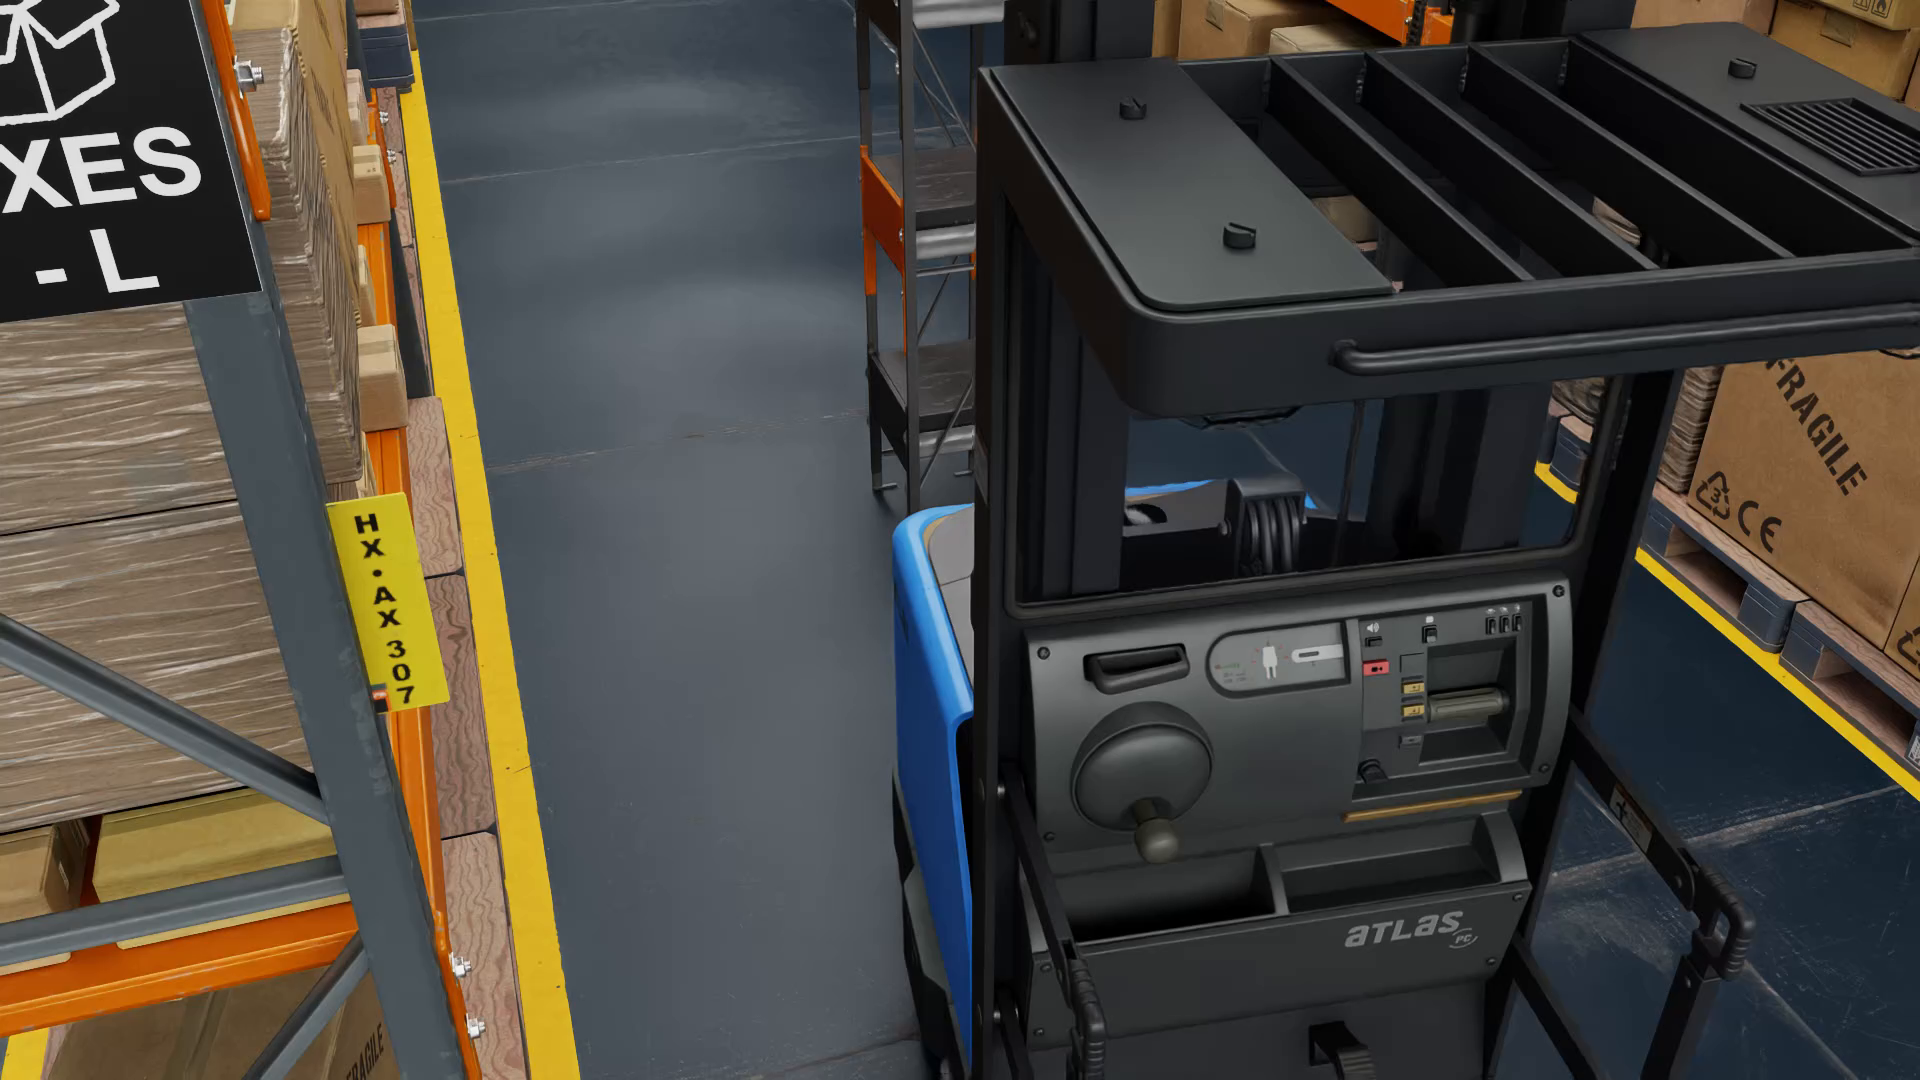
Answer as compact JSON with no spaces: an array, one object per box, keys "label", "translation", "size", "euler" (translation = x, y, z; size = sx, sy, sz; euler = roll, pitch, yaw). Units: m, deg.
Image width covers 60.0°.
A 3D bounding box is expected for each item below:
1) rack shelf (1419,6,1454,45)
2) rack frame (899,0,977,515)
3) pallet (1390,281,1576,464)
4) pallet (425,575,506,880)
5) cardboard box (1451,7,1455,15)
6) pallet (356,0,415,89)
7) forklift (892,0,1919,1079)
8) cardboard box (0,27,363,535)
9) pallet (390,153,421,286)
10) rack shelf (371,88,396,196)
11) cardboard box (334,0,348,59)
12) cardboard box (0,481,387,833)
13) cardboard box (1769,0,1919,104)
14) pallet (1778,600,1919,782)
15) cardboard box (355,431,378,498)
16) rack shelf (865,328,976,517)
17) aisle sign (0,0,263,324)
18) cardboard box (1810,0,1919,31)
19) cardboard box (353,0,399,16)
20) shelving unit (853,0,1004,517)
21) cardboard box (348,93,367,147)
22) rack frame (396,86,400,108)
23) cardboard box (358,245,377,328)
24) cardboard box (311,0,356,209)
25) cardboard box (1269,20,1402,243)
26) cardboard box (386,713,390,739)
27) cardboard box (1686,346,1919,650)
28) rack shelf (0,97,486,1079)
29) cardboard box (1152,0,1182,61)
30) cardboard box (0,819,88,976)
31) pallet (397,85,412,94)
[{"label":"rack shelf","translation":[2.901,-0.993,5.184],"size":[1.077,0.370,4.000],"euler":[-10,35,-15]},{"label":"rack frame","translation":[0.024,-0.835,5.109],"size":[0.400,2.100,0.015],"euler":[-10,35,-15]},{"label":"pallet","translation":[2.448,-0.767,6.719],"size":[1.003,0.211,1.213],"euler":[-10,35,-15]},{"label":"pallet","translation":[-1.849,0.590,4.666],"size":[1.003,0.211,1.213],"euler":[-10,35,-15]},{"label":"cardboard box","translation":[2.415,-2.214,6.243],"size":[0.875,0.550,0.550],"euler":[-10,35,-15]},{"label":"pallet","translation":[-2.558,-1.907,6.090],"size":[1.003,0.211,1.213],"euler":[-10,35,-15]},{"label":"forklift","translation":[0.612,0.348,2.565],"size":[1.130,2.935,3.031],"euler":[-6,34,-9]},{"label":"cardboard box","translation":[-1.152,-0.379,2.336],"size":[0.500,0.500,0.500],"euler":[-10,35,-15]},{"label":"pallet","translation":[-3.078,-1.449,7.751],"size":[1.003,0.211,1.213],"euler":[-10,35,-15]},{"label":"rack shelf","translation":[-3.074,-2.312,7.180],"size":[1.077,0.370,4.000],"euler":[-10,35,-15]},{"label":"cardboard box","translation":[-1.759,-1.430,3.925],"size":[0.500,0.500,0.500],"euler":[-10,35,-15]},{"label":"cardboard box","translation":[-1.385,0.079,2.549],"size":[0.875,0.500,0.500],"euler":[-10,35,-15]},{"label":"cardboard box","translation":[2.914,-1.364,4.957],"size":[0.875,0.550,0.500],"euler":[-10,35,-15]},{"label":"pallet","translation":[3.192,0.514,4.781],"size":[1.003,0.211,1.213],"euler":[-10,35,-15]},{"label":"cardboard box","translation":[-1.389,-0.075,3.371],"size":[0.380,0.149,0.250],"euler":[-10,35,-15]},{"label":"rack shelf","translation":[-0.050,-0.368,5.696],"size":[0.431,0.518,0.480],"euler":[-10,35,-15]},{"label":"aisle sign","translation":[-0.939,-0.564,1.525],"size":[0.394,0.787,0.004],"euler":[-10,35,-15]},{"label":"cardboard box","translation":[2.852,-1.804,4.643],"size":[0.875,0.550,0.500],"euler":[-10,35,-15]},{"label":"cardboard box","translation":[-2.573,-2.428,5.778],"size":[1.000,1.000,1.000],"euler":[-10,35,-14]},{"label":"shelving unit","translation":[-0.050,-0.963,5.303],"size":[0.431,2.100,0.503],"euler":[-10,35,-15]},{"label":"cardboard box","translation":[-2.051,-1.261,5.165],"size":[0.380,0.149,0.250],"euler":[-10,35,-15]},{"label":"rack frame","translation":[-3.684,-3.662,8.571],"size":[1.000,3.000,0.127],"euler":[-10,35,-15]},{"label":"cardboard box","translation":[-1.675,-0.603,4.170],"size":[0.380,0.149,0.250],"euler":[-10,35,-15]},{"label":"cardboard box","translation":[-1.452,-0.905,3.131],"size":[0.500,0.500,0.500],"euler":[-10,35,-15]},{"label":"cardboard box","translation":[2.016,-1.890,7.549],"size":[1.050,0.750,0.750],"euler":[-10,35,-15]},{"label":"cardboard box","translation":[-1.161,0.319,2.774],"size":[0.380,0.149,0.250],"euler":[-10,35,-15]},{"label":"cardboard box","translation":[2.971,-0.338,5.087],"size":[0.875,0.875,0.875],"euler":[-11,35,-15]},{"label":"rack shelf","translation":[-1.854,-0.212,4.002],"size":[1.077,0.370,4.000],"euler":[-10,35,-15]},{"label":"cardboard box","translation":[1.441,-2.886,9.057],"size":[1.050,0.750,0.750],"euler":[-9,35,-14]},{"label":"cardboard box","translation":[-1.527,0.528,2.458],"size":[0.380,0.149,0.250],"euler":[-10,35,-15]},{"label":"pallet","translation":[-3.853,-2.925,9.985],"size":[1.003,0.211,1.213],"euler":[-10,35,-15]}]
